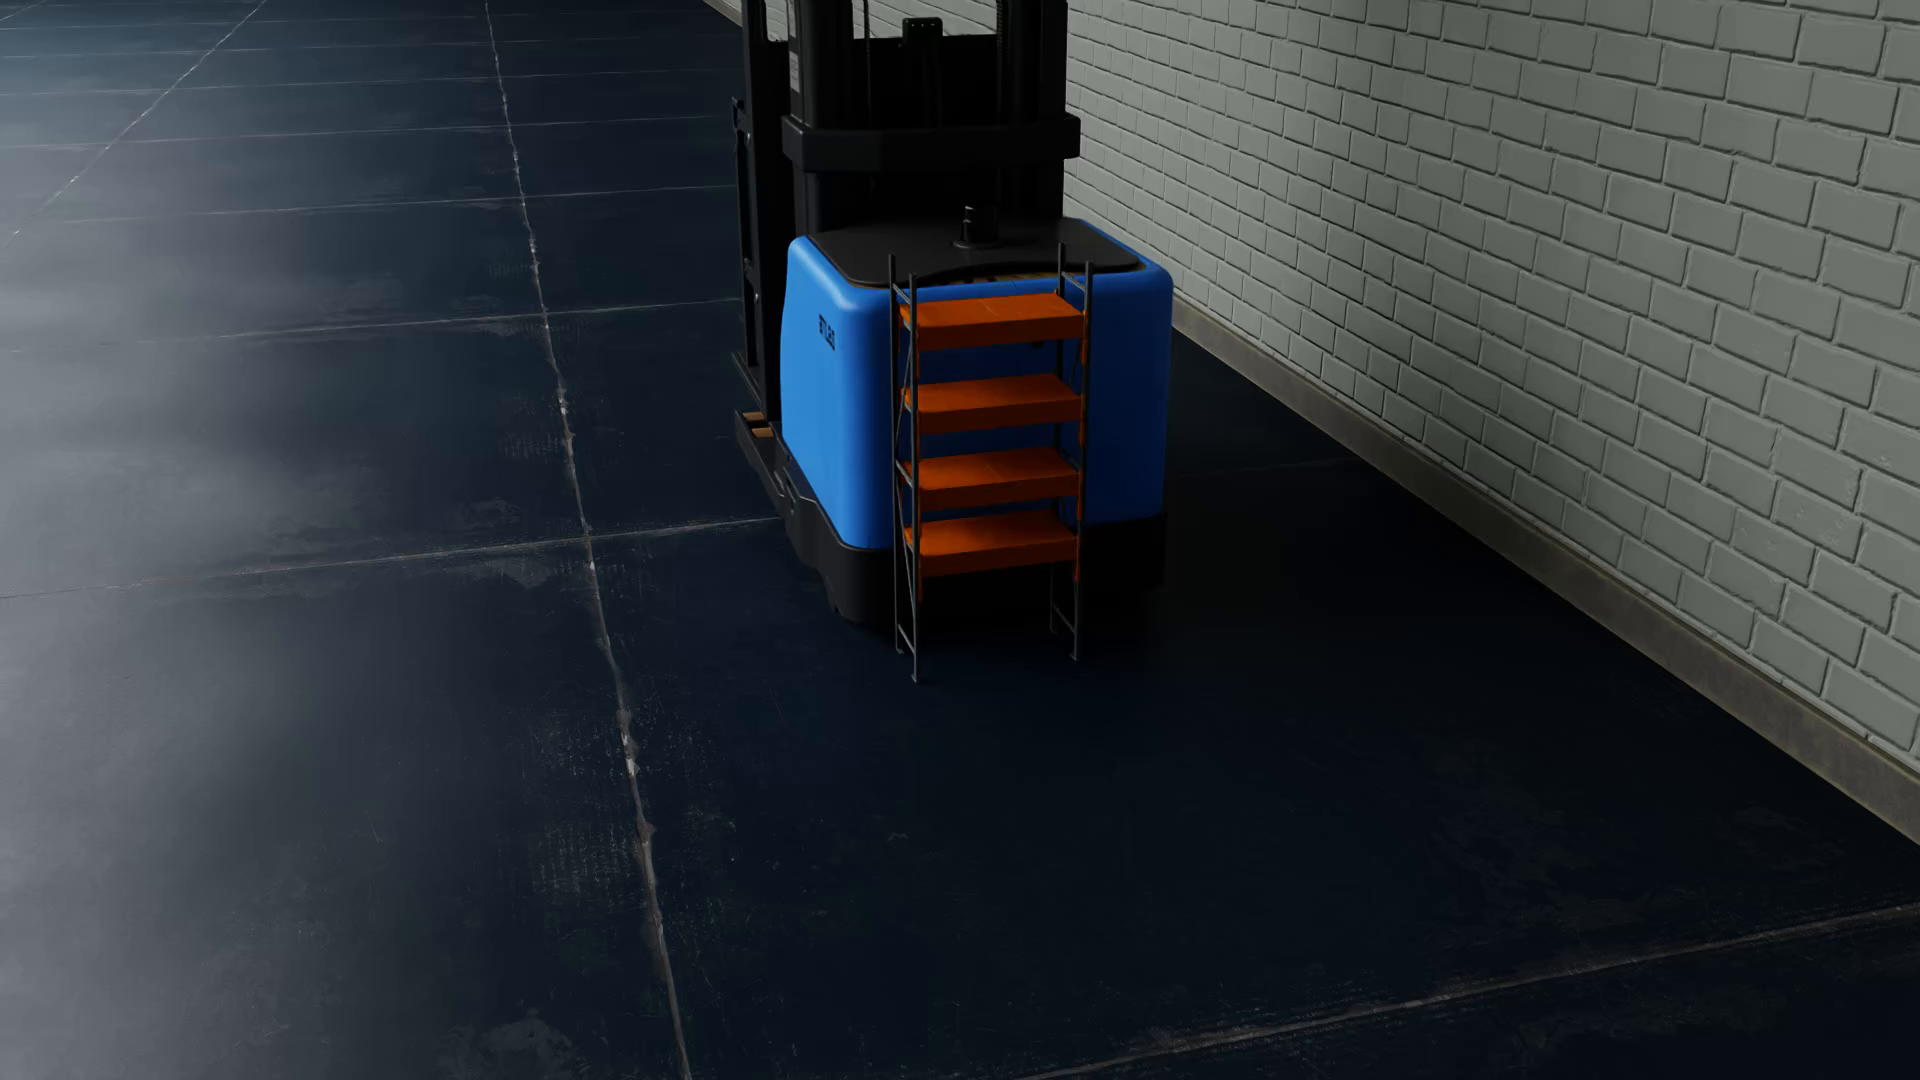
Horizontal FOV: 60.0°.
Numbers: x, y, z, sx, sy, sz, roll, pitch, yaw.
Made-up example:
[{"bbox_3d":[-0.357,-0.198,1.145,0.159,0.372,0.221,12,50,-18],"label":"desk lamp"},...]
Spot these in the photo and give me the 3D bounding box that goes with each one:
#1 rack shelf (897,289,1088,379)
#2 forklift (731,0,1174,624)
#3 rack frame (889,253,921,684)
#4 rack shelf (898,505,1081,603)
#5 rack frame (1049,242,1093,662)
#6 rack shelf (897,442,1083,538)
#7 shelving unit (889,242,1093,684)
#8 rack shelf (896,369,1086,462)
[{"bbox_3d":[0.081,-0.570,4.559,0.480,0.148,0.258,-7,24,-15],"label":"rack shelf"},{"bbox_3d":[-0.255,-1.649,5.876,1.130,2.935,3.031,-7,24,-15],"label":"forklift"},{"bbox_3d":[-0.153,-0.182,4.652,0.015,1.200,0.240,-7,24,-15],"label":"rack frame"},{"bbox_3d":[0.081,0.035,4.820,0.480,0.148,0.258,-7,24,-15],"label":"rack shelf"},{"bbox_3d":[0.315,-0.236,4.778,0.015,1.200,0.240,-7,24,-15],"label":"rack frame"},{"bbox_3d":[0.081,-0.147,4.742,0.480,0.148,0.258,-7,24,-15],"label":"rack shelf"},{"bbox_3d":[0.081,-0.209,4.715,0.503,1.200,0.258,-7,24,-15],"label":"shelving unit"},{"bbox_3d":[0.081,-0.353,4.653,0.480,0.148,0.258,-7,24,-15],"label":"rack shelf"}]
